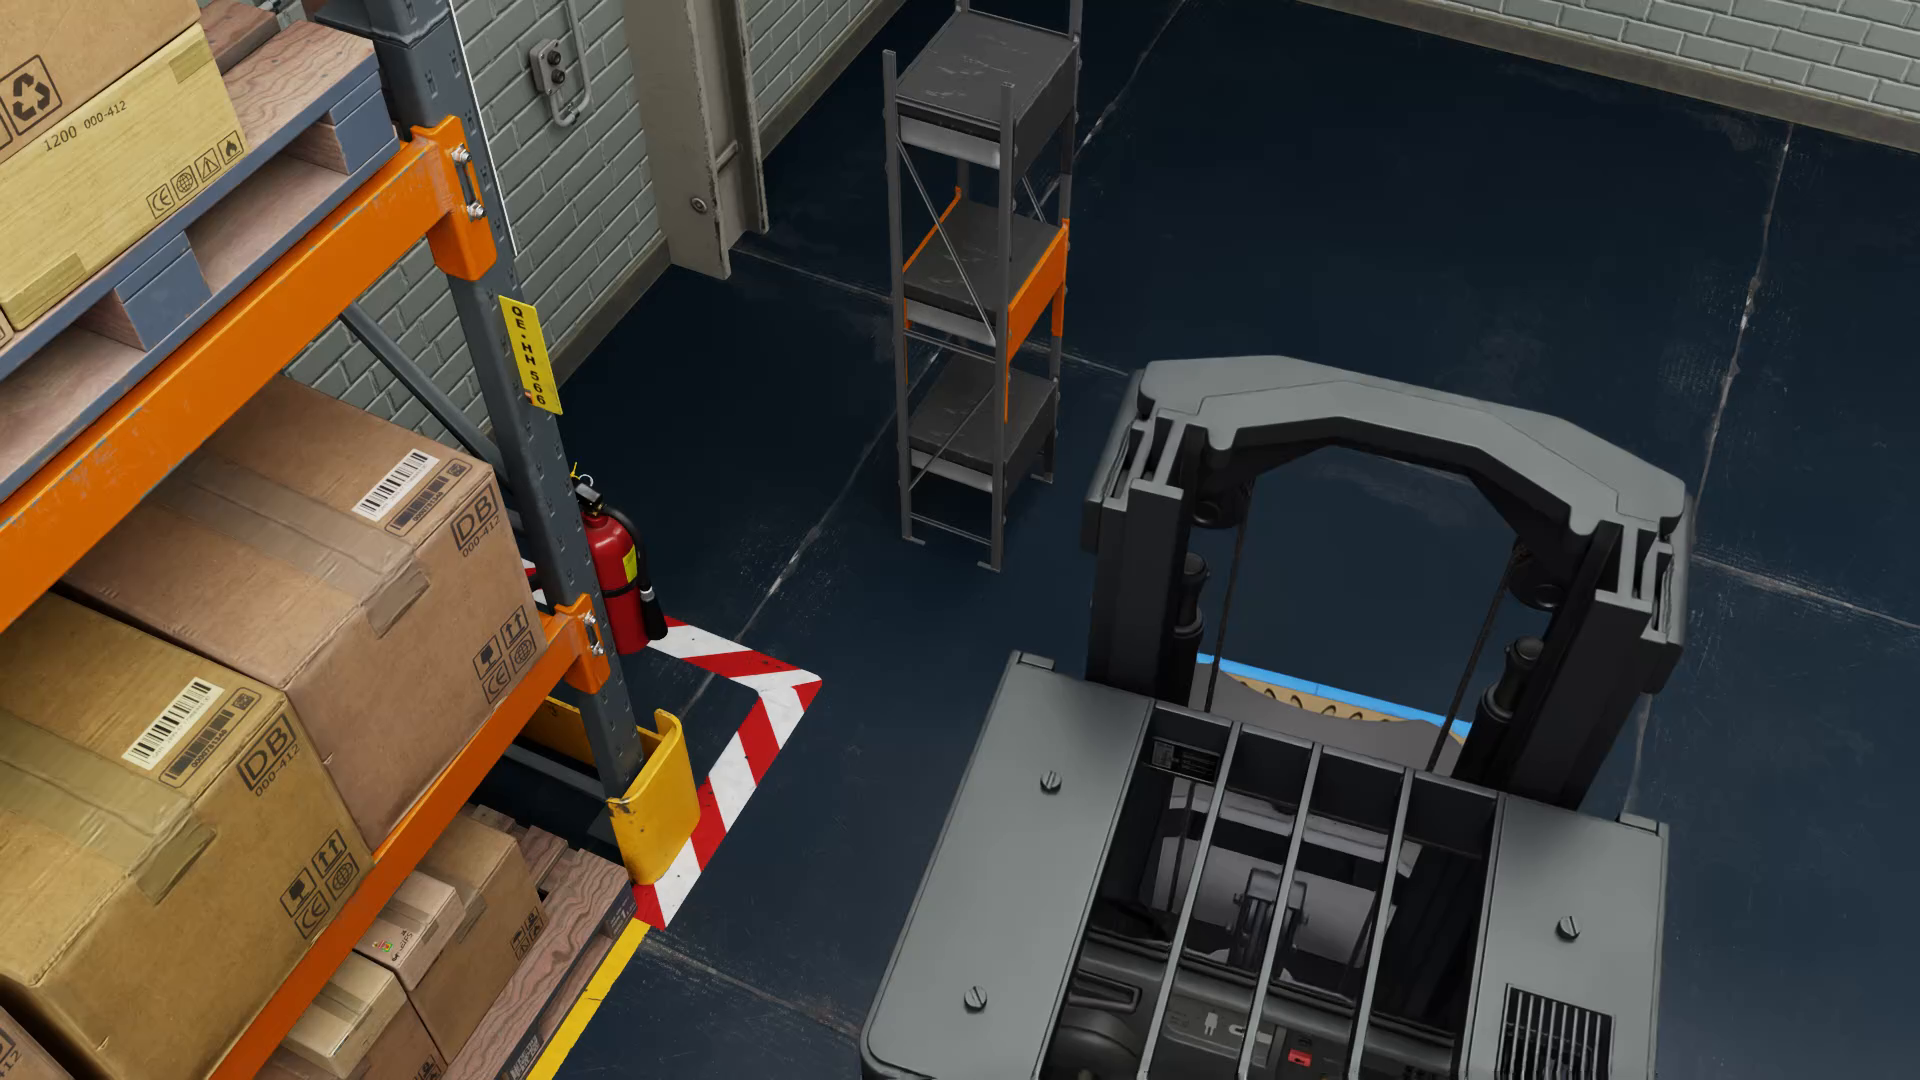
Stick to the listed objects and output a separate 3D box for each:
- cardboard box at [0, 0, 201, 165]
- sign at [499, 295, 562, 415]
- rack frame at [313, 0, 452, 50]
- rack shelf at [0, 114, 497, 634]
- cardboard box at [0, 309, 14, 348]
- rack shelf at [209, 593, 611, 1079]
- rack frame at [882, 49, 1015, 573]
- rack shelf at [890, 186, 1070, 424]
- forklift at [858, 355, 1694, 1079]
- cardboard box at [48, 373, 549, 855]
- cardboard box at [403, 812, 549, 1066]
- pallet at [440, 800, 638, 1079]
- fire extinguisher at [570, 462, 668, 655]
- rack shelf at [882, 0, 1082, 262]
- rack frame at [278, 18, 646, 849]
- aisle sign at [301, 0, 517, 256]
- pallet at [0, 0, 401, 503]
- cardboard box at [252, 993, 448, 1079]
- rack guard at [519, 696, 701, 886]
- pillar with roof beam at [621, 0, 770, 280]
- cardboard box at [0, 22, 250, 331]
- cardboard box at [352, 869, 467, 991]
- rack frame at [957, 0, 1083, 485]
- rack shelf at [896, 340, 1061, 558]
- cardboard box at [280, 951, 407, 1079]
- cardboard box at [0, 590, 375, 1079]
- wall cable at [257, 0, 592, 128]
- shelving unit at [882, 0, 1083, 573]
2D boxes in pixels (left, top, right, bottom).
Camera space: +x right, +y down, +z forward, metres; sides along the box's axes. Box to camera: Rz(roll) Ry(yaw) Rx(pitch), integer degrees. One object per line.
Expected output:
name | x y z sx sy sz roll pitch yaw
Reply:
cardboard box | -1.510 -0.886 2.329 0.500 0.500 0.500 20 52 16
sign | -0.959 -0.409 3.713 0.100 0.325 0.005 20 52 16
rack frame | -1.444 -2.088 2.118 1.000 3.000 0.127 20 52 16
rack shelf | -2.299 0.495 2.362 1.077 0.370 4.000 20 52 16
cardboard box | -1.738 -0.286 2.311 0.500 0.250 0.500 18 52 15
rack shelf | -2.299 1.467 3.505 1.077 0.370 4.000 20 52 16
rack frame | -0.034 -0.626 5.404 0.400 2.100 0.015 20 52 16
rack shelf | 0.071 -0.786 5.558 0.431 0.518 0.480 20 52 16
forklift | 0.503 1.201 3.303 1.130 2.935 3.031 14 51 12
cardboard box | -1.653 0.114 3.987 0.980 0.700 0.700 22 53 18
cardboard box | -1.653 1.045 4.757 0.700 0.500 0.500 20 52 16
pallet | -1.715 1.336 4.975 1.003 0.211 1.213 20 52 16
fire extinguisher | -0.962 0.049 4.535 0.296 0.674 0.183 20 52 16
rack shelf | 0.071 -1.239 5.025 0.431 0.518 0.480 20 52 16
rack frame | -1.444 -0.144 4.403 1.000 3.000 0.127 20 52 16
aisle sign | -1.142 -0.938 3.372 0.394 0.787 0.004 20 52 16
pallet | -1.752 -0.573 2.856 1.003 0.211 1.213 20 52 16
cardboard box | -1.867 1.390 4.464 0.700 0.500 0.500 20 52 16
rack guard | -1.434 0.650 5.369 1.175 0.500 0.348 20 52 16
pillar with roof beam | 2.820 -2.828 2.747 9.100 9.000 0.400 20 52 16
cardboard box | -1.517 -0.645 2.617 0.500 0.250 0.500 21 53 17
cardboard box | -1.543 0.982 4.384 0.380 0.149 0.250 19 52 16
rack frame | 0.175 -0.962 5.690 0.400 2.100 0.015 20 52 16
rack shelf | 0.071 -0.332 6.091 0.431 0.518 0.480 20 52 16
cardboard box | -1.651 1.159 4.234 0.380 0.149 0.250 21 53 17
cardboard box | -1.954 0.618 3.557 0.980 0.700 0.700 19 52 16
wall cable | -1.752 -1.662 5.028 0.084 1.984 1.851 20 52 16
shelving unit | 0.071 -0.794 5.547 0.431 2.100 0.503 20 52 16
